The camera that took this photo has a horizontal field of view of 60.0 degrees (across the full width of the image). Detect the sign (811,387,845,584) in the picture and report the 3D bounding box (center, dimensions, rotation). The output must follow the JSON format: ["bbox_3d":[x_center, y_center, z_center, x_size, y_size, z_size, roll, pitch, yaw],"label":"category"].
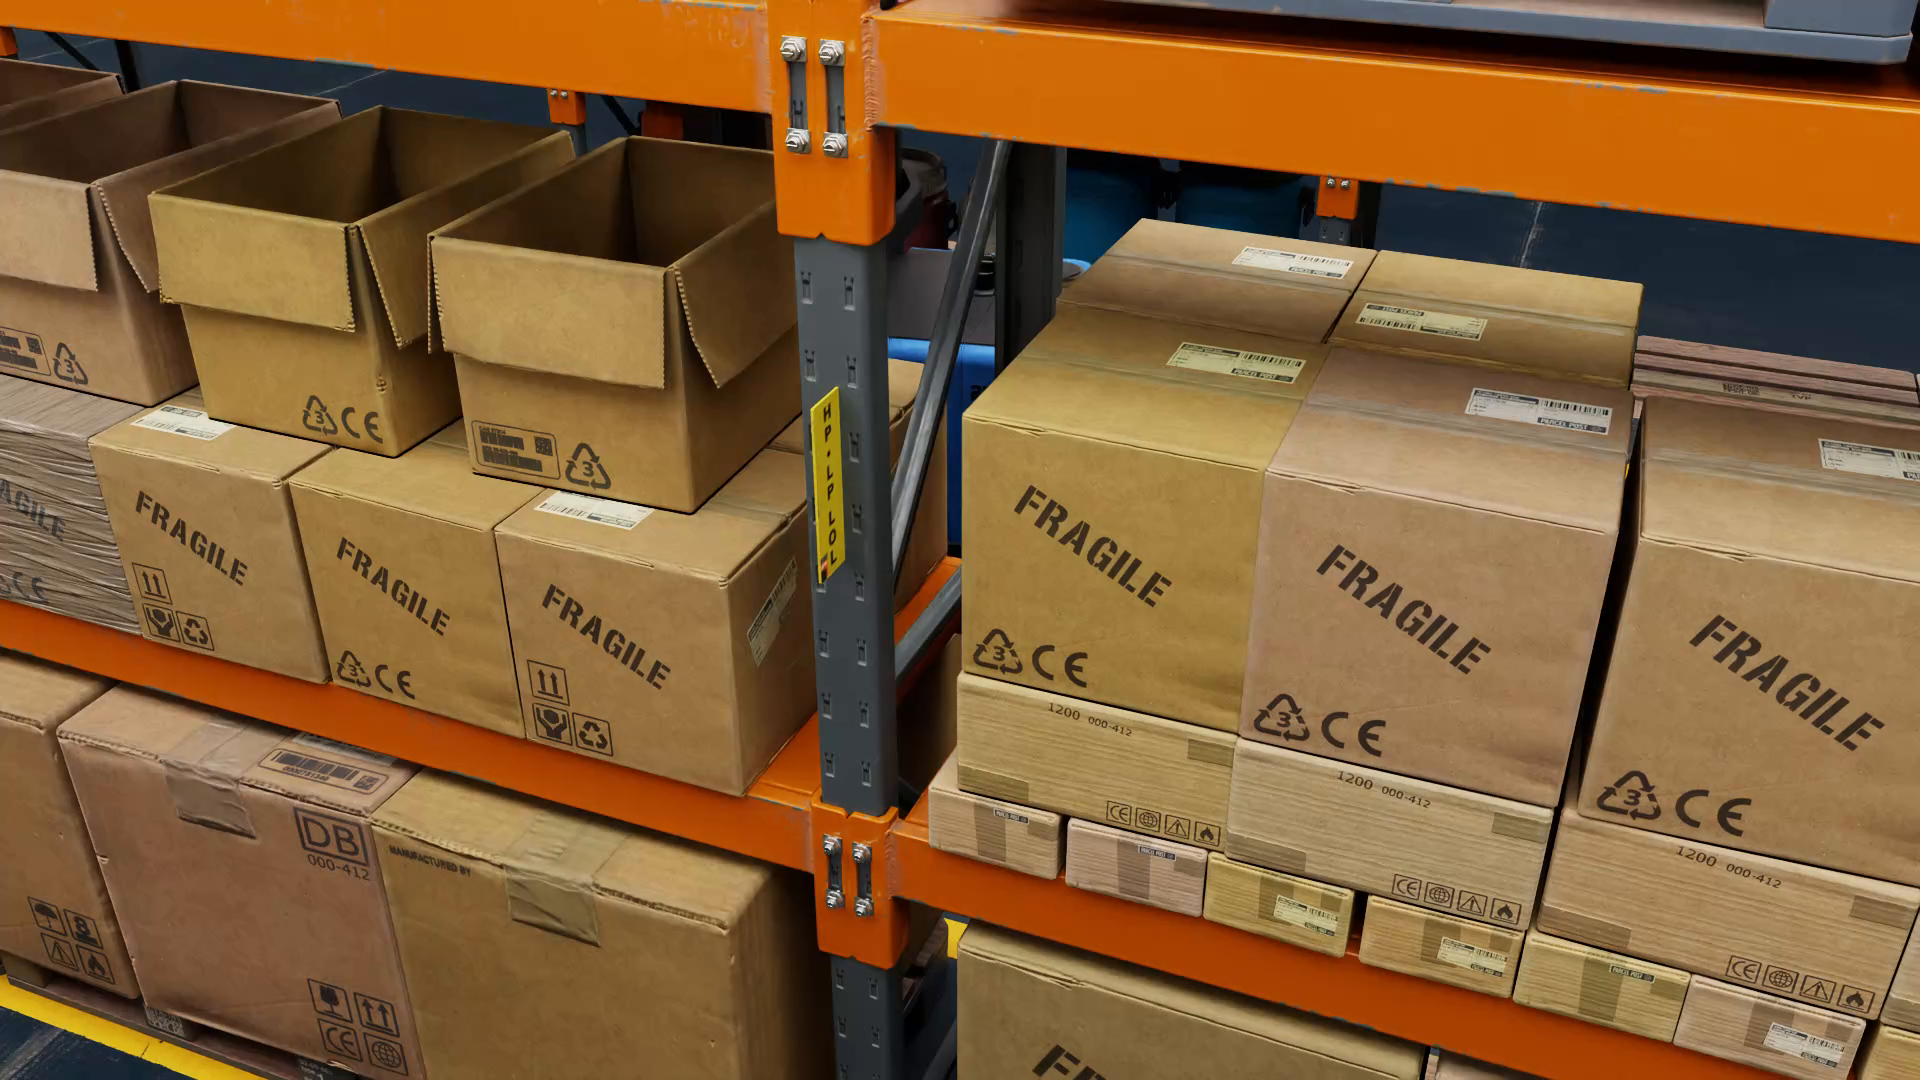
[{"bbox_3d":[-0.217,-0.089,2.762,0.005,0.325,0.100,11,31,19],"label":"sign"}]

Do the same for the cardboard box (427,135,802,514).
[{"bbox_3d":[-0.617,-0.463,3.400,0.637,0.503,0.797,10,31,18],"label":"cardboard box"}]

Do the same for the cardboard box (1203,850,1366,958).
[{"bbox_3d":[0.615,0.544,2.994,0.250,0.149,0.380,12,32,21],"label":"cardboard box"}]

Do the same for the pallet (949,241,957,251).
[{"bbox_3d":[0.007,-1.300,8.835,1.213,0.211,1.003,11,31,19],"label":"pallet"}]

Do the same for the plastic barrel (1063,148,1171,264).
[{"bbox_3d":[0.687,-1.636,8.301,0.708,0.901,0.600,11,31,19],"label":"plastic barrel"}]

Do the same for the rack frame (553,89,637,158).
[{"bbox_3d":[-1.866,-2.867,8.774,0.127,3.000,1.000,11,31,19],"label":"rack frame"}]

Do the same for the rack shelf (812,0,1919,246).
[{"bbox_3d":[1.832,-0.491,2.253,4.000,0.370,1.077,11,31,19],"label":"rack shelf"}]

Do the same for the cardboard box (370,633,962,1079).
[{"bbox_3d":[-0.622,0.764,4.082,0.875,0.875,1.225,11,31,19],"label":"cardboard box"}]

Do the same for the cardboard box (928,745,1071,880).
[{"bbox_3d":[0.127,0.447,3.165,0.250,0.149,0.380,11,31,19],"label":"cardboard box"}]

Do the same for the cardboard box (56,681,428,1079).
[{"bbox_3d":[-1.451,0.600,4.373,0.875,0.875,1.225,10,31,17],"label":"cardboard box"}]

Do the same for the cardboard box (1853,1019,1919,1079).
[{"bbox_3d":[1.572,0.735,2.657,0.250,0.149,0.380,10,31,18],"label":"cardboard box"}]

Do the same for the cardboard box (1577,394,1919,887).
[{"bbox_3d":[1.263,0.135,2.551,0.500,0.500,0.500,10,31,18],"label":"cardboard box"}]

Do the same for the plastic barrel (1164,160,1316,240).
[{"bbox_3d":[1.343,-1.505,8.069,0.708,0.901,0.600,11,31,19],"label":"plastic barrel"}]

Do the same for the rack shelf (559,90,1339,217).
[{"bbox_3d":[-0.013,-2.184,8.296,4.000,0.370,1.077,11,31,19],"label":"rack shelf"}]

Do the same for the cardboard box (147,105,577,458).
[{"bbox_3d":[-1.248,-0.595,3.634,0.637,0.503,0.797,12,32,20],"label":"cardboard box"}]

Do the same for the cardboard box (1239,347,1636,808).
[{"bbox_3d":[0.779,0.041,2.718,0.500,0.500,0.500,11,31,19],"label":"cardboard box"}]

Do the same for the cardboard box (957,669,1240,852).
[{"bbox_3d":[0.315,0.274,3.067,0.500,0.250,0.500,11,31,18],"label":"cardboard box"}]

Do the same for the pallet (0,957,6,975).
[{"bbox_3d":[-3.026,0.786,5.145,1.213,0.211,1.003,11,31,19],"label":"pallet"}]

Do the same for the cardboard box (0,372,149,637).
[{"bbox_3d":[-1.963,-0.157,3.878,0.500,0.500,0.500,11,31,19],"label":"cardboard box"}]

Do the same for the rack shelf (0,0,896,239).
[{"bbox_3d":[-1.875,-1.231,3.562,4.000,0.370,1.077,11,31,19],"label":"rack shelf"}]

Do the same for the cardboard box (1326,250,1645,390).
[{"bbox_3d":[0.968,-0.201,3.146,0.500,0.500,0.500,12,31,20],"label":"cardboard box"}]

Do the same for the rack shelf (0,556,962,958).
[{"bbox_3d":[-1.875,0.075,4.300,4.000,0.370,1.077,11,31,19],"label":"rack shelf"}]

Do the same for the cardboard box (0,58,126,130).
[{"bbox_3d":[-2.454,-0.824,4.039,0.637,0.503,0.797,12,32,20],"label":"cardboard box"}]

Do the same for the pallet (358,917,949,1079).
[{"bbox_3d":[-0.765,1.237,4.347,1.213,0.211,1.003,11,31,19],"label":"pallet"}]

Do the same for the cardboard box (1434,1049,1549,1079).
[{"bbox_3d":[1.394,1.199,3.313,0.875,0.875,0.875,11,31,19],"label":"cardboard box"}]

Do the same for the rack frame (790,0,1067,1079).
[{"bbox_3d":[-0.022,0.132,3.469,0.127,3.000,1.000,11,31,19],"label":"rack frame"}]

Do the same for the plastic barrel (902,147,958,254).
[{"bbox_3d":[-0.360,-1.708,8.748,0.708,0.588,0.600,11,31,19],"label":"plastic barrel"}]

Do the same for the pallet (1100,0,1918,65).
[{"bbox_3d":[0.733,-0.980,2.476,1.213,0.211,1.003,11,31,19],"label":"pallet"}]

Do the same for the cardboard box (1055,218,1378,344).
[{"bbox_3d":[0.505,-0.296,3.313,0.500,0.500,0.500,12,32,21],"label":"cardboard box"}]

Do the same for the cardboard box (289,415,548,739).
[{"bbox_3d":[-1.014,0.031,3.544,0.500,0.500,0.500,12,32,21],"label":"cardboard box"}]

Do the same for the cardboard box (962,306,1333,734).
[{"bbox_3d":[0.326,-0.054,2.885,0.500,0.500,0.500,11,31,19],"label":"cardboard box"}]

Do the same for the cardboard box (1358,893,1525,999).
[{"bbox_3d":[0.859,0.592,2.909,0.250,0.149,0.380,10,31,18],"label":"cardboard box"}]

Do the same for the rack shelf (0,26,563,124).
[{"bbox_3d":[-3.719,-2.924,9.605,4.000,0.370,1.077,11,31,19],"label":"rack shelf"}]

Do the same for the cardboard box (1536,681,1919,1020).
[{"bbox_3d":[1.256,0.461,2.736,0.500,0.250,0.500,12,32,20],"label":"cardboard box"}]

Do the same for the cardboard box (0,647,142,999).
[{"bbox_3d":[-2.273,0.439,4.657,0.875,0.875,1.225,11,31,19],"label":"cardboard box"}]

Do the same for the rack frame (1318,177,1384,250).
[{"bbox_3d":[1.841,-2.127,7.464,0.127,3.000,1.000,11,31,19],"label":"rack frame"}]

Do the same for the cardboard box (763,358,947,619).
[{"bbox_3d":[-0.354,-0.111,3.796,0.500,0.500,0.500,11,31,19],"label":"cardboard box"}]

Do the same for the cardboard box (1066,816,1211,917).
[{"bbox_3d":[0.371,0.496,3.080,0.250,0.149,0.380,10,31,17],"label":"cardboard box"}]

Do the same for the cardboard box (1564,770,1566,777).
[{"bbox_3d":[1.338,0.338,3.359,0.250,0.149,0.380,12,32,20],"label":"cardboard box"}]

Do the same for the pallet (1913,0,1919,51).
[{"bbox_3d":[1.859,-0.753,2.076,1.213,0.211,1.003,11,31,19],"label":"pallet"}]

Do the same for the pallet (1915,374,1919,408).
[{"bbox_3d":[4.797,-0.343,7.142,1.213,0.211,1.003,11,31,19],"label":"pallet"}]

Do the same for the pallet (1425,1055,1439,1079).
[{"bbox_3d":[0.654,1.522,3.843,1.213,0.211,1.003,11,31,19],"label":"pallet"}]

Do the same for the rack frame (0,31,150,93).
[{"bbox_3d":[-5.573,-3.607,10.083,0.127,3.000,1.000,11,31,19],"label":"rack frame"}]

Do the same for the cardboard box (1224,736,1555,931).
[{"bbox_3d":[0.774,0.368,2.901,0.500,0.250,0.500,11,31,19],"label":"cardboard box"}]

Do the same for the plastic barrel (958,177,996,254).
[{"bbox_3d":[0.197,-1.611,8.654,0.421,0.512,0.421,0,29,0],"label":"plastic barrel"}]

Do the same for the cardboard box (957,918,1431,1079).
[{"bbox_3d":[0.560,1.032,3.608,0.875,0.875,0.875,11,31,19],"label":"cardboard box"}]

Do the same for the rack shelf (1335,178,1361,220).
[{"bbox_3d":[3.694,-1.444,6.987,4.000,0.370,1.077,11,31,19],"label":"rack shelf"}]

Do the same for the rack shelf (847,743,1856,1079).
[{"bbox_3d":[1.832,0.815,2.991,4.000,0.370,1.077,11,31,19],"label":"rack shelf"}]

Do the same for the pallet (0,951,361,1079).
[{"bbox_3d":[-1.899,1.012,4.745,1.213,0.211,1.003,11,31,19],"label":"pallet"}]

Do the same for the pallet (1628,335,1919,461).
[{"bbox_3d":[3.671,-0.570,7.543,1.213,0.211,1.003,11,31,19],"label":"pallet"}]

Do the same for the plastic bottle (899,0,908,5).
[{"bbox_3d":[-0.272,-2.724,8.640,0.133,0.283,0.061,11,31,19],"label":"plastic bottle"}]

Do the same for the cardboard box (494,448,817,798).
[{"bbox_3d":[-0.558,0.126,3.377,0.500,0.500,0.500,11,31,19],"label":"cardboard box"}]

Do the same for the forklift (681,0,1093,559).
[{"bbox_3d":[-1.000,-1.362,6.181,3.031,2.935,1.130,6,30,11],"label":"forklift"}]

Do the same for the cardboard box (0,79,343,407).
[{"bbox_3d":[-1.830,-0.703,3.825,0.637,0.503,0.797,12,32,21],"label":"cardboard box"}]

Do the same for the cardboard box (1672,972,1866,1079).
[{"bbox_3d":[1.329,0.687,2.742,0.250,0.149,0.380,12,32,20],"label":"cardboard box"}]

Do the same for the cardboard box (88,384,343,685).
[{"bbox_3d":[-1.500,-0.062,3.710,0.500,0.500,0.500,11,31,19],"label":"cardboard box"}]

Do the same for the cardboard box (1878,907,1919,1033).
[{"bbox_3d":[1.710,0.556,2.568,0.500,0.250,0.500,11,31,19],"label":"cardboard box"}]

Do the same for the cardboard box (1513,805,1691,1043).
[{"bbox_3d":[1.097,0.639,2.826,0.250,0.149,0.380,11,31,18],"label":"cardboard box"}]

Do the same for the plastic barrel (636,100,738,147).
[{"bbox_3d":[-1.406,-2.022,9.058,0.708,0.830,0.600,11,31,19],"label":"plastic barrel"}]
